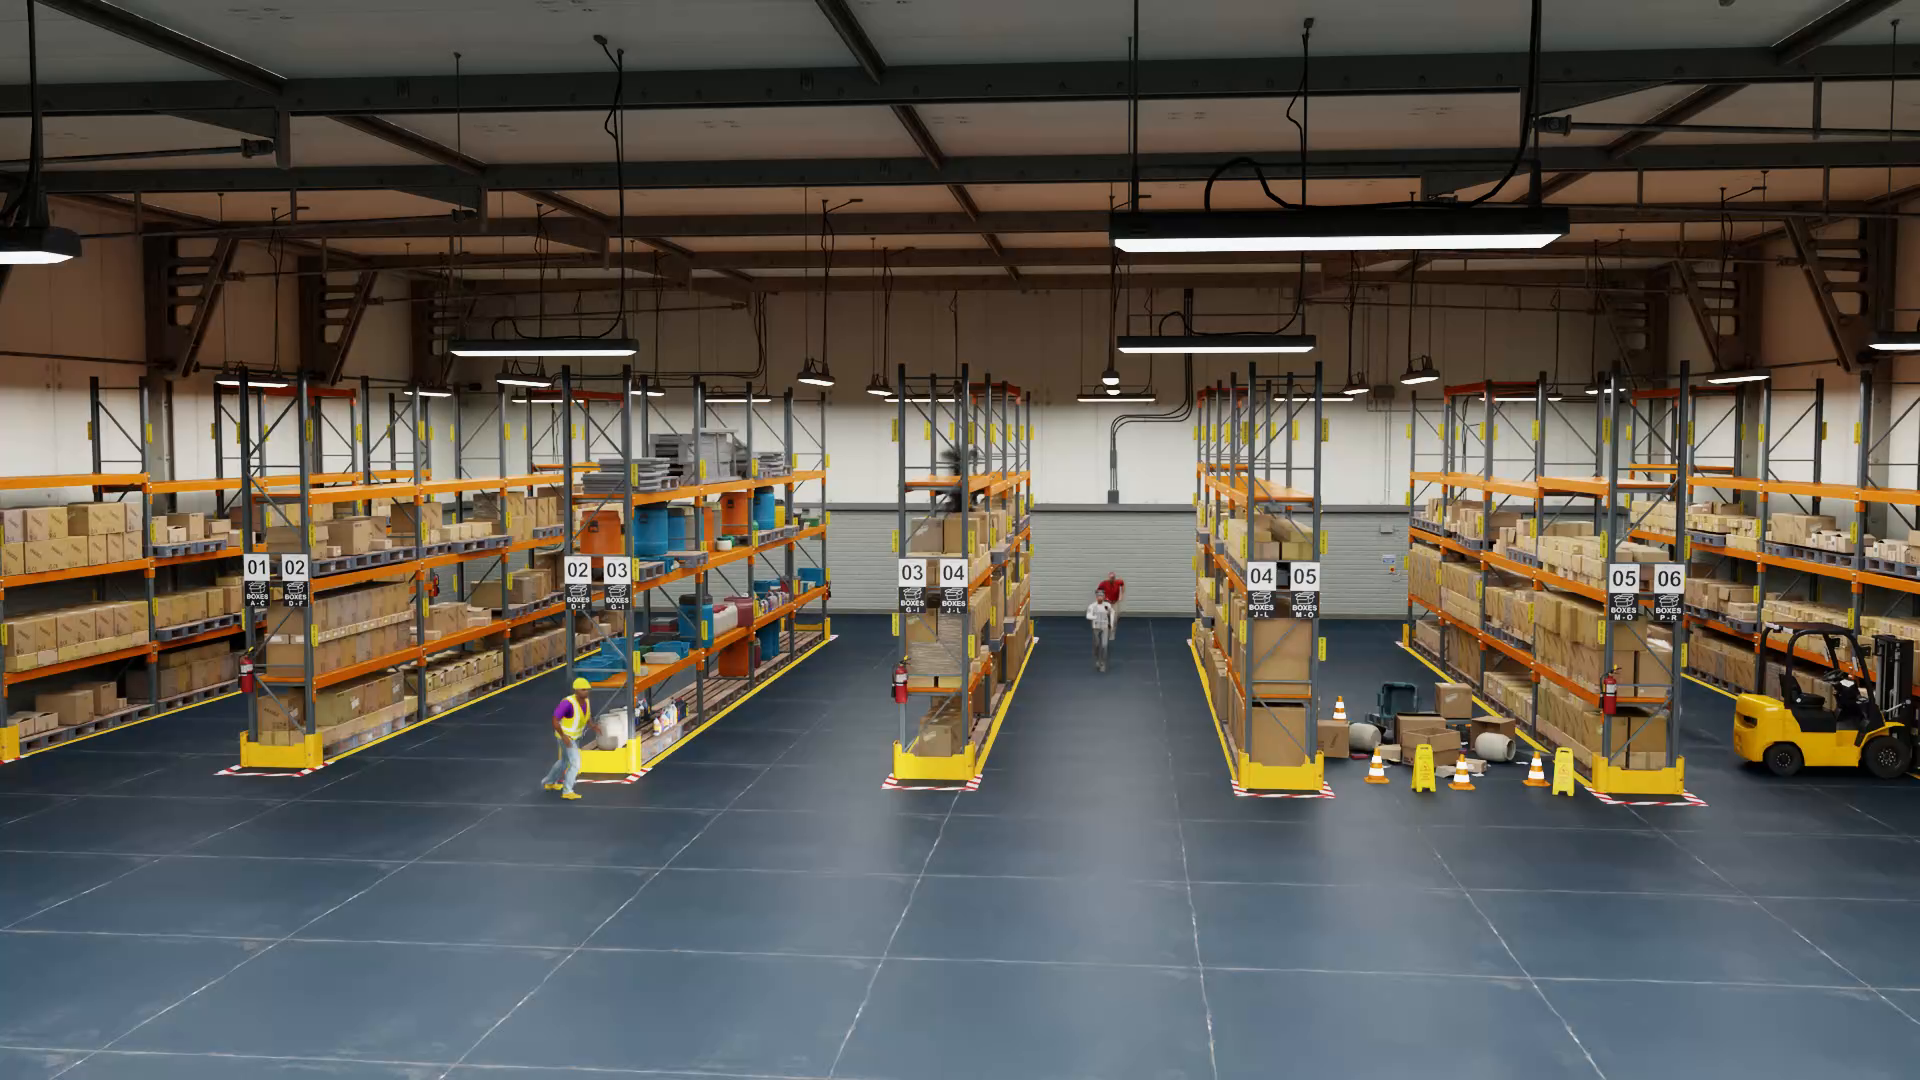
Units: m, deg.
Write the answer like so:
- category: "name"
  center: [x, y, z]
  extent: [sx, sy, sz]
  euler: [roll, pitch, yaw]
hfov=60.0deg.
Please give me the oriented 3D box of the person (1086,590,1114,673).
- category: "person"
  center: [2.959, 1.900, 35.080]
  extent: [0.587, 1.741, 0.845]
  euler: [0, 4, 4]

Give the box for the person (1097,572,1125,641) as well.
- category: "person"
  center: [3.662, 1.600, 40.590]
  extent: [0.702, 1.694, 1.024]
  euler: [0, 4, -6]

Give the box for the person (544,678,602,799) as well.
- category: "person"
  center: [-5.372, 2.705, 22.816]
  extent: [0.884, 1.678, 0.718]
  euler: [1, 4, 13]

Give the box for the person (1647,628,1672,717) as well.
- category: "person"
  center: [12.199, 2.360, 29.025]
  extent: [0.730, 1.585, 0.955]
  euler: [-1, 4, -9]
